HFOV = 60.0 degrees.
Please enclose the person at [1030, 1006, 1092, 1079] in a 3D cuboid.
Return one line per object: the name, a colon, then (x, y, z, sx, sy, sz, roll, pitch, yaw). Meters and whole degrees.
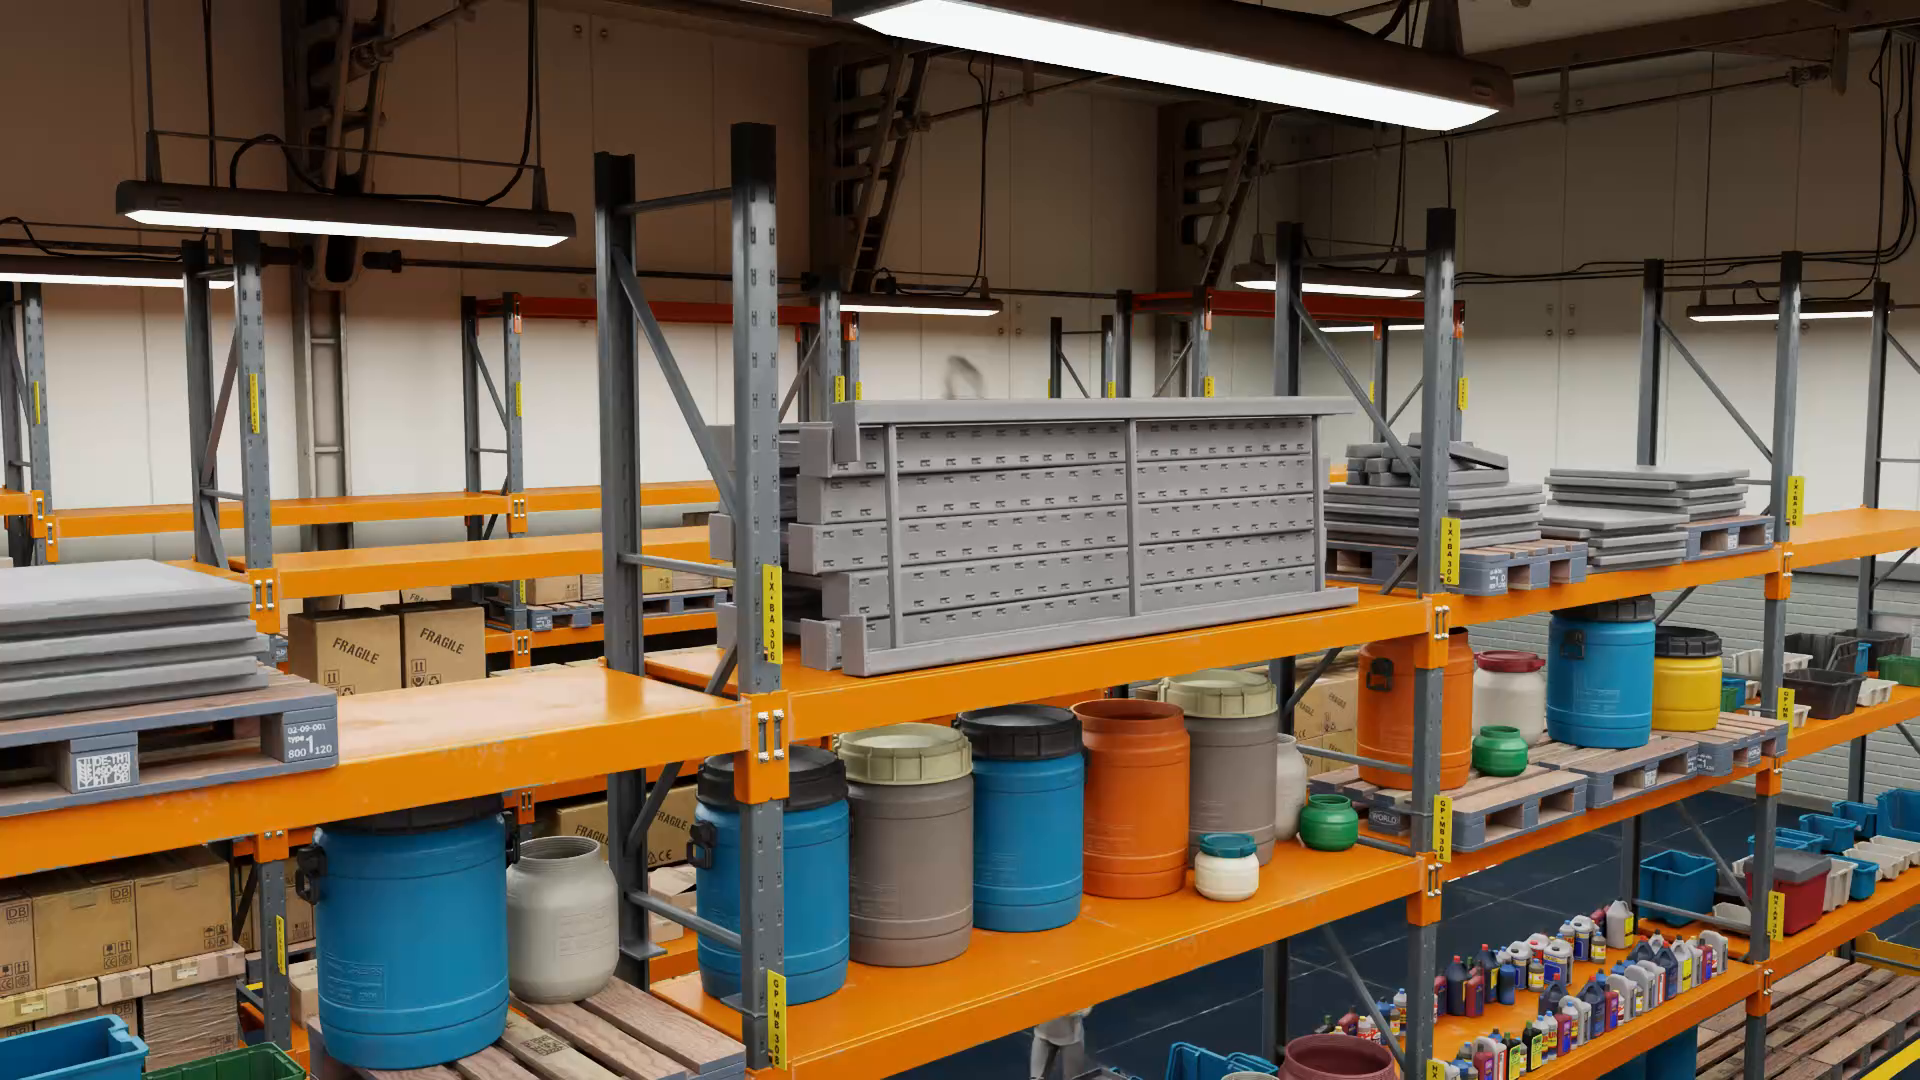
person: (0.672, 3.313, 11.111, 0.543, 1.576, 0.877, 5, 7, 40)
